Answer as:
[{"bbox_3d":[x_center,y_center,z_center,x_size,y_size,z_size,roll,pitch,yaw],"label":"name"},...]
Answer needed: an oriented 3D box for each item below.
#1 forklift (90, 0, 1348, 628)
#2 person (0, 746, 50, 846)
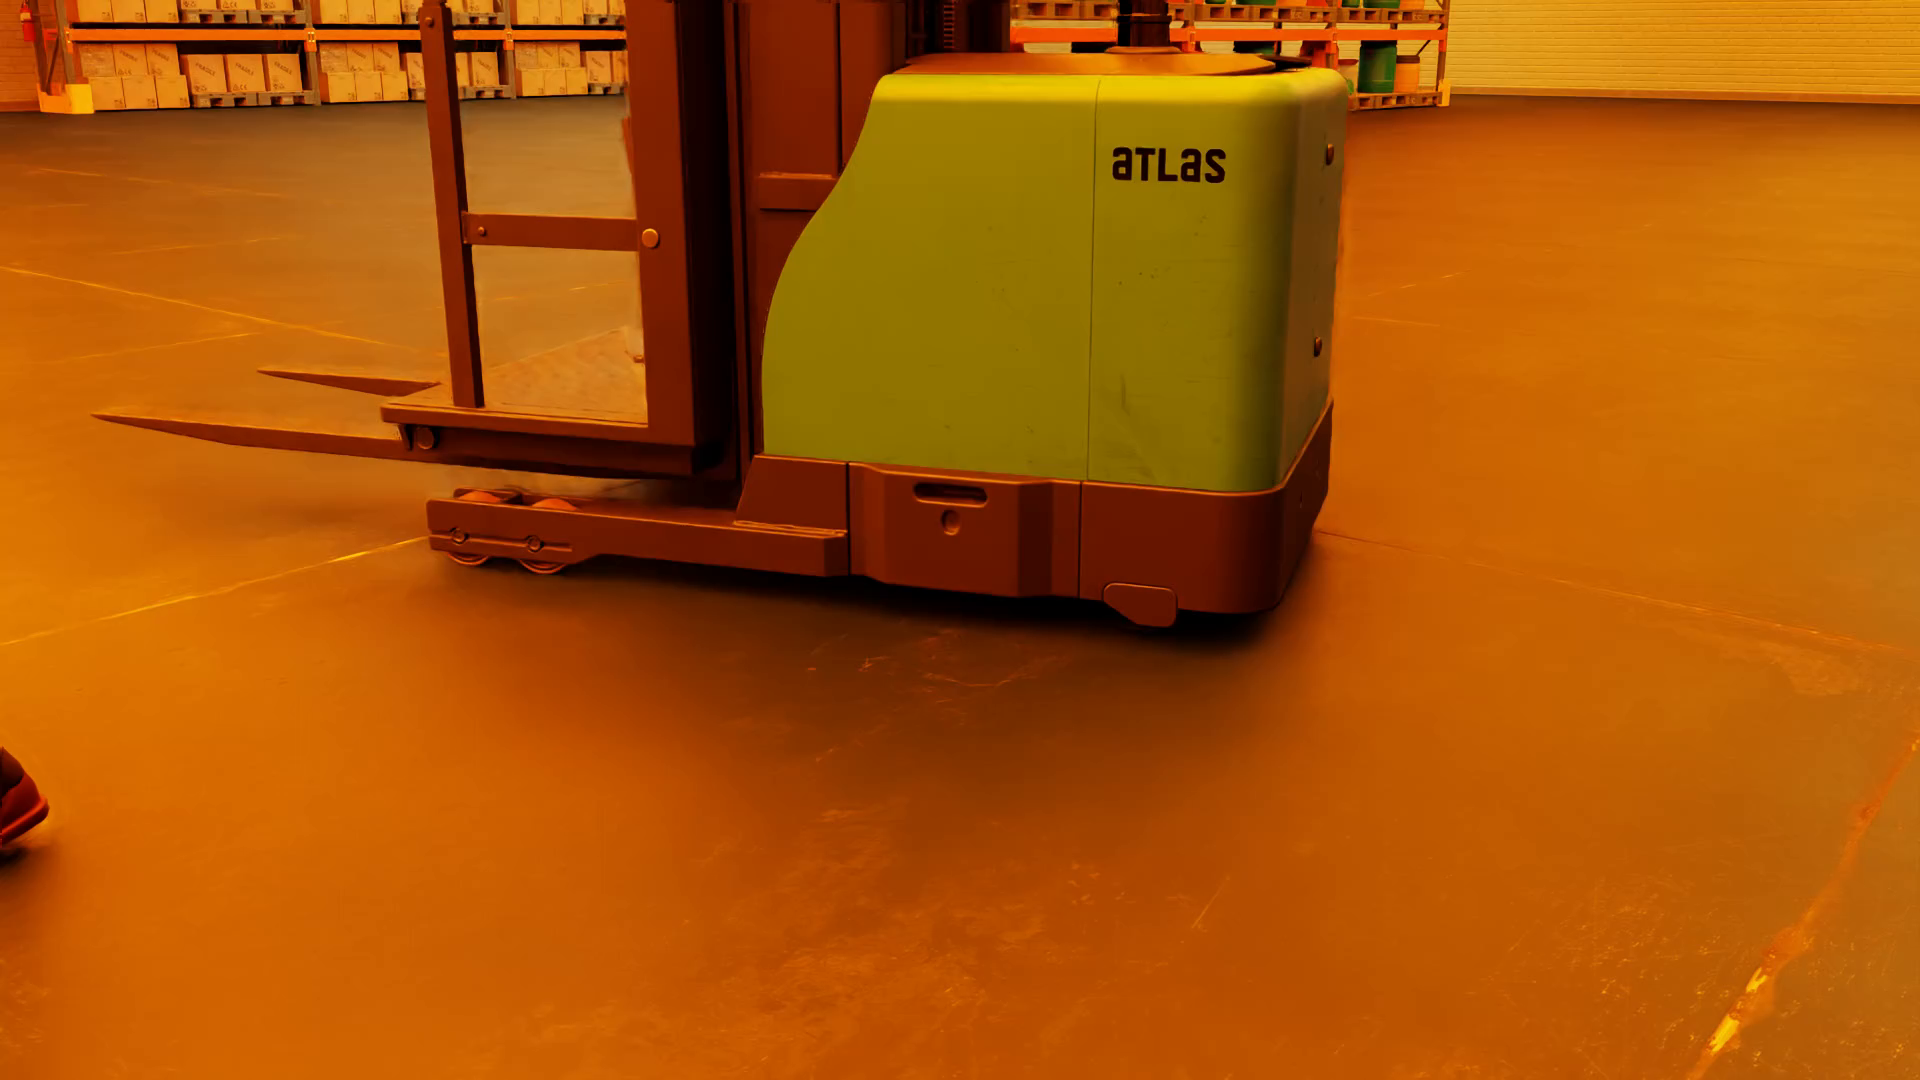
[{"bbox_3d":[-0.677,-1.465,3.721,3.031,2.935,1.130,5,18,18],"label":"forklift"},{"bbox_3d":[-1.741,-0.221,2.259,0.922,1.534,0.483,7,18,23],"label":"person"}]
